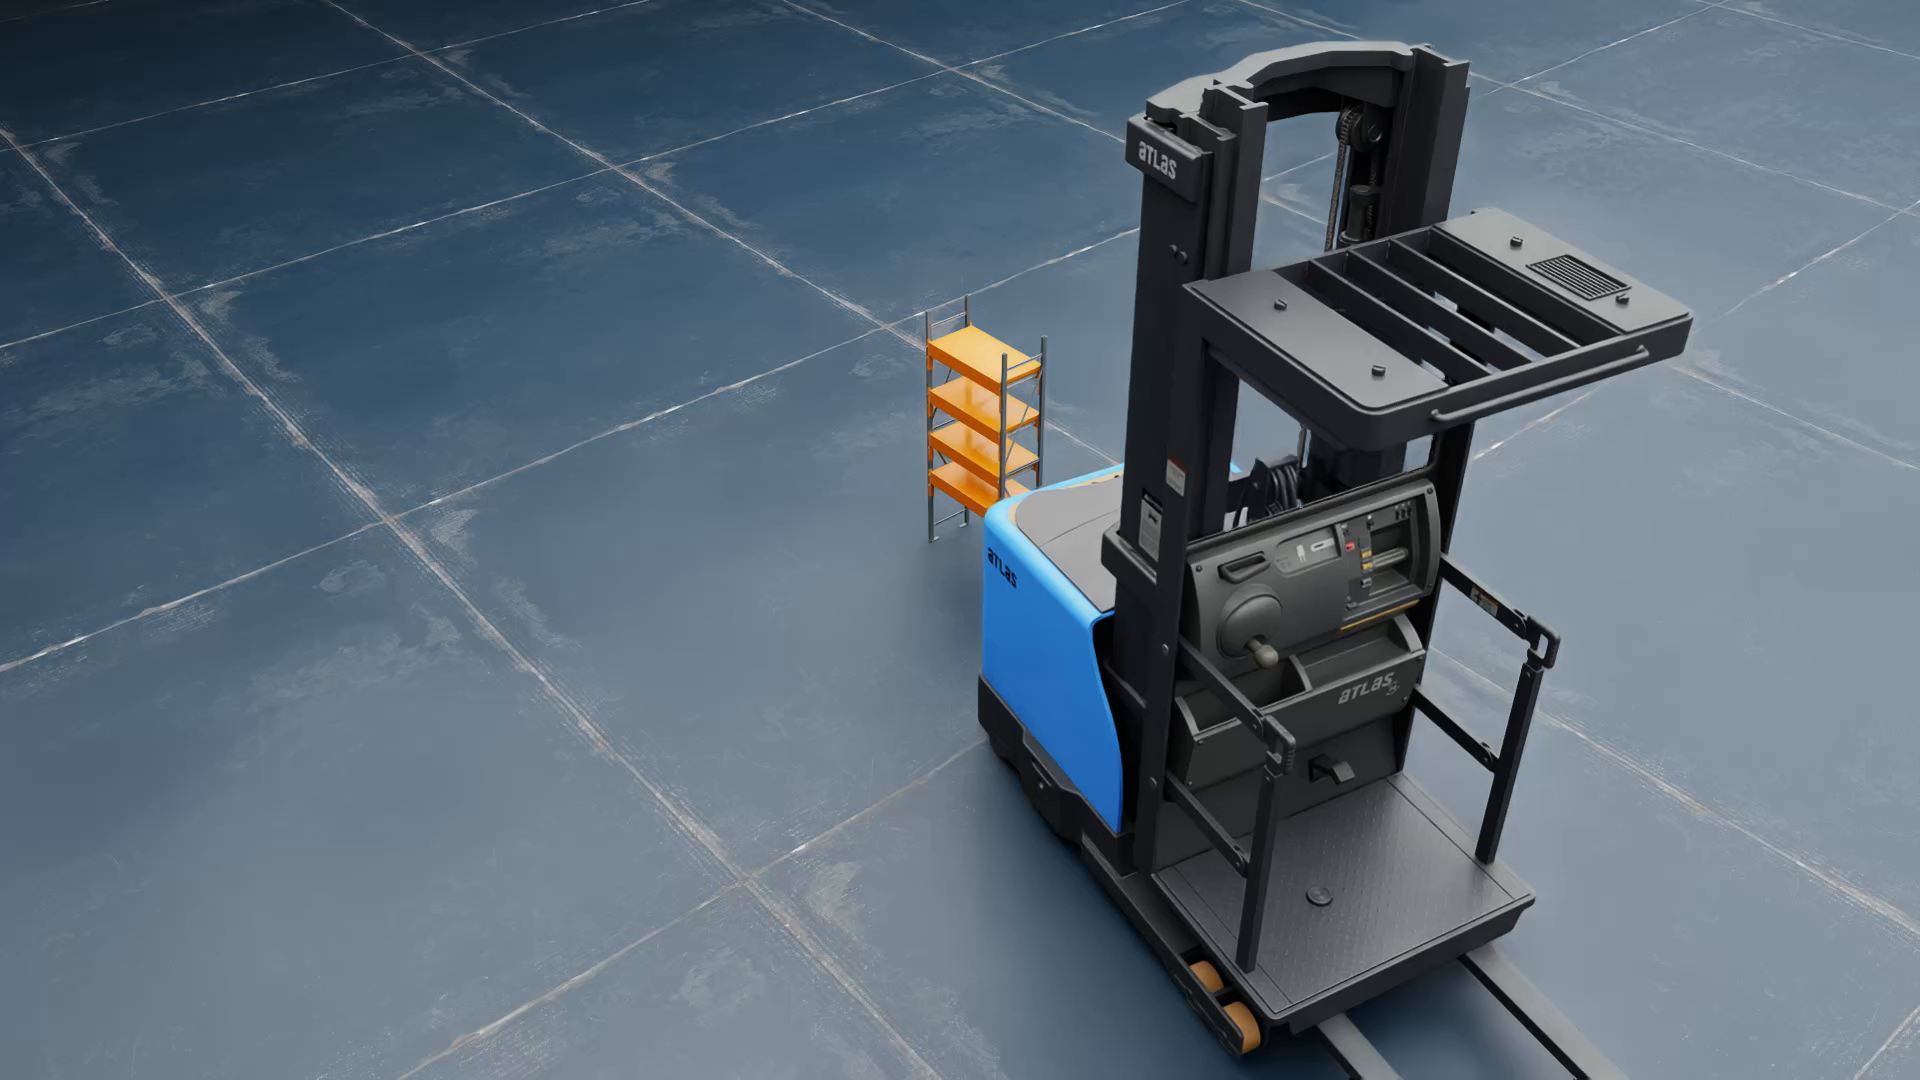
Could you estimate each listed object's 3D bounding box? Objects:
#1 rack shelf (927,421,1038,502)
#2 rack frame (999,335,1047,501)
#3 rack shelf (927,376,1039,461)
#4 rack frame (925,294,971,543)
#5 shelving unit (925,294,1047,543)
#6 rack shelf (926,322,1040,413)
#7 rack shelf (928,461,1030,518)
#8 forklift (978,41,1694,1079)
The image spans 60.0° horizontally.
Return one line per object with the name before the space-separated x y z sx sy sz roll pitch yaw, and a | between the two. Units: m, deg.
rack shelf | 0.107 -0.362 7.339 0.258 0.148 0.480 -26 43 -32
rack frame | 0.264 -0.309 7.148 0.240 1.200 0.015 -26 43 -32
rack shelf | 0.107 -0.544 7.210 0.258 0.148 0.480 -26 43 -32
rack frame | -0.051 -0.524 7.452 0.240 1.200 0.015 -26 43 -32
shelving unit | 0.107 -0.417 7.300 0.258 1.200 0.503 -26 43 -32
rack shelf | 0.107 -0.737 7.073 0.258 0.148 0.480 -26 43 -32
rack shelf | 0.107 -0.200 7.454 0.258 0.148 0.480 -26 43 -32
forklift | 1.207 0.171 4.973 1.130 2.935 3.031 -17 39 -23
